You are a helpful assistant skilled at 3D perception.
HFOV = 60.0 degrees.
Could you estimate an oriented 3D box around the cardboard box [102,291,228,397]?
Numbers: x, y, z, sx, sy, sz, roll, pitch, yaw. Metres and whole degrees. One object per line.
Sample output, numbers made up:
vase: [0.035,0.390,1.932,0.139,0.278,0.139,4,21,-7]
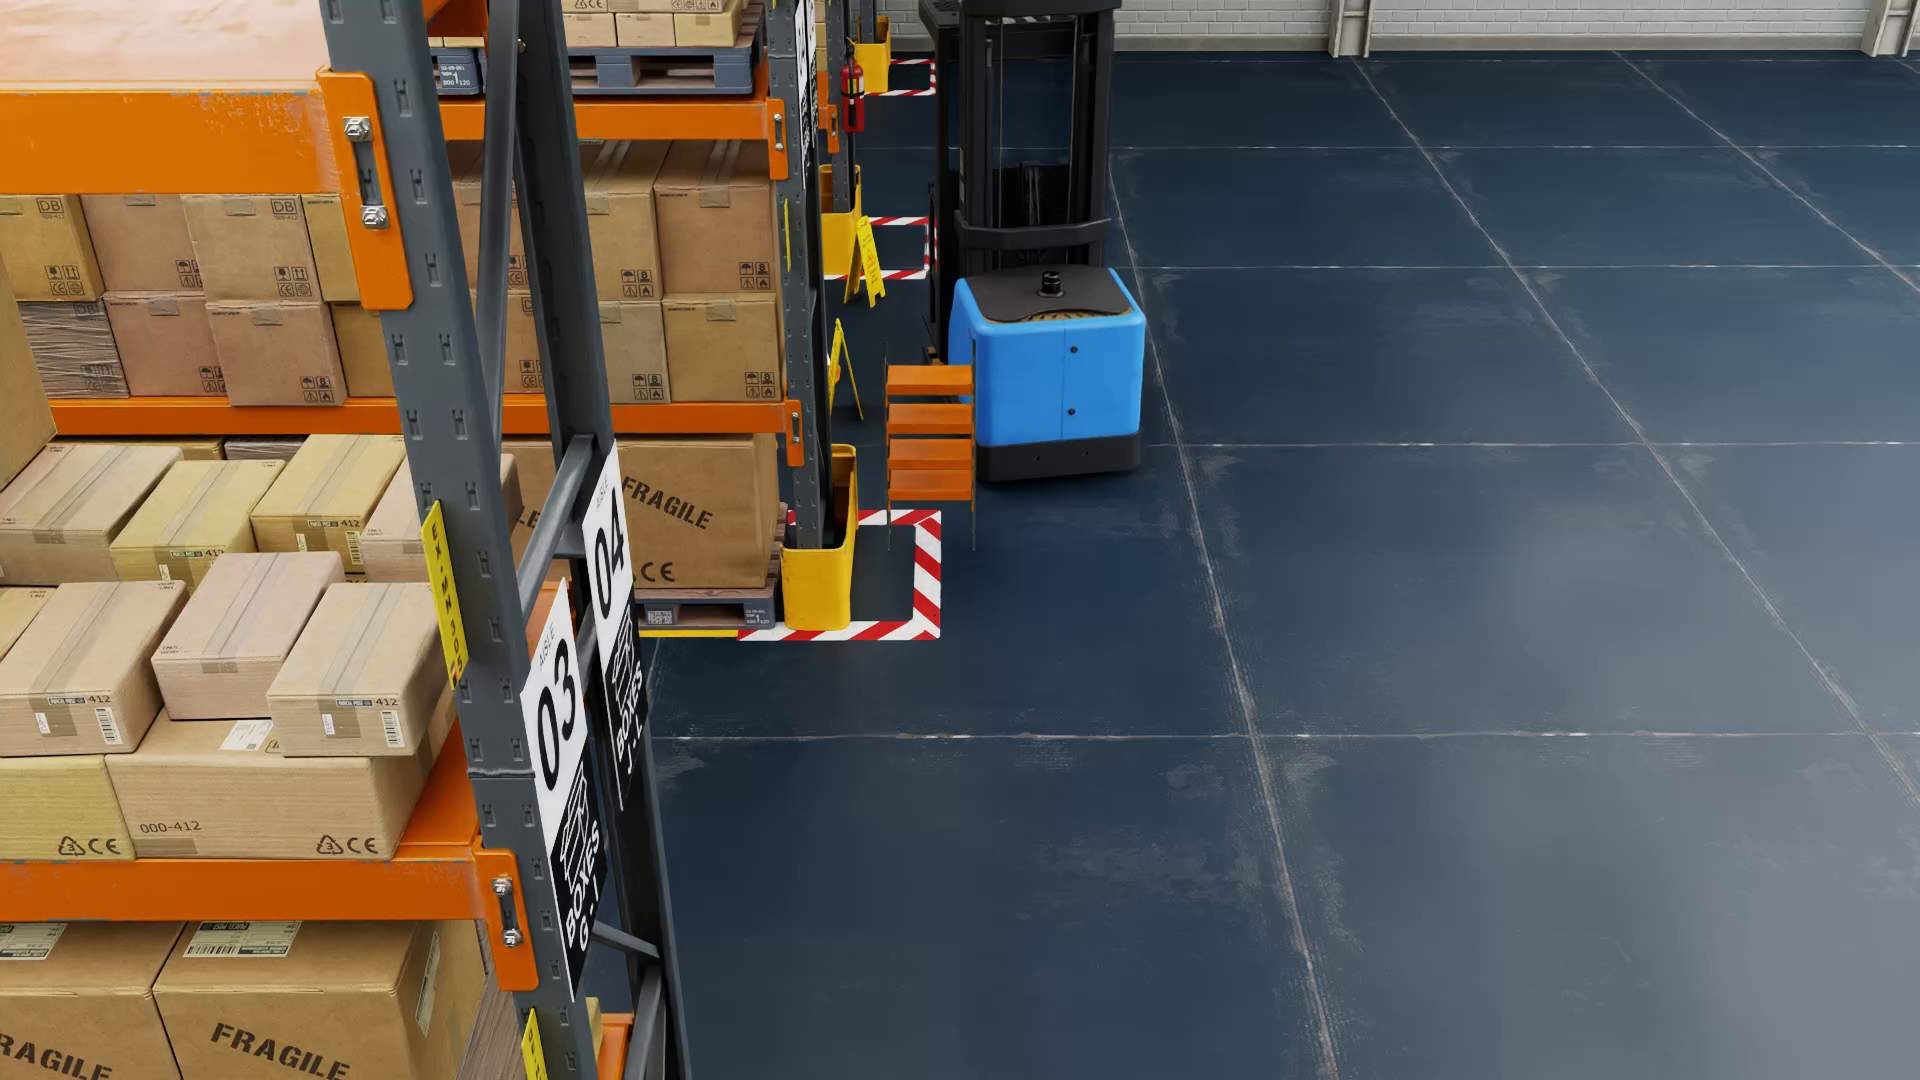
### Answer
cardboard box: [-3.873,-1.175,8.540,0.550,0.550,0.875,0,31,0]

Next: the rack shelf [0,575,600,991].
rack shelf: [-2.863,0.502,3.722,4.000,0.370,1.077,0,31,0]

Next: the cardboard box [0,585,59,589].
cardboard box: [-1.862,0.124,3.796,0.500,0.250,0.500,-1,31,-1]

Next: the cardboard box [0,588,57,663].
cardboard box: [-1.923,0.255,3.196,0.250,0.149,0.380,0,31,0]

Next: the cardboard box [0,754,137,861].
cardboard box: [-1.842,0.388,3.360,0.500,0.250,0.500,0,31,0]

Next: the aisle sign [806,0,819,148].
aisle sign: [-0.722,-2.370,8.148,0.004,0.787,0.394,0,31,0]

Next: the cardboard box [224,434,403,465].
cardboard box: [-3.261,-0.332,8.938,0.875,0.875,0.875,0,31,0]

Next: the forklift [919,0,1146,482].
forklift: [0.348,-2.356,10.696,1.130,2.935,3.031,-5,32,-9]

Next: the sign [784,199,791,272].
sign: [-0.802,-1.418,7.739,0.005,0.325,0.100,0,31,0]

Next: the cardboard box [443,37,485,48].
cardboard box: [-2.140,-2.320,7.421,0.250,0.149,0.380,-1,31,-1]

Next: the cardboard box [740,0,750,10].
cardboard box: [-1.136,-2.665,7.990,0.250,0.149,0.380,0,31,0]

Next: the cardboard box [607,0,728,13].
cardboard box: [-1.279,-2.524,7.373,0.500,0.250,0.500,0,31,0]

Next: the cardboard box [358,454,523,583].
cardboard box: [-1.139,-0.038,3.678,0.250,0.149,0.380,0,31,-1]

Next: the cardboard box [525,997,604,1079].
cardboard box: [-1.149,1.455,4.592,0.250,0.149,0.380,0,31,0]

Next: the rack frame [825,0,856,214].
rack frame: [-0.922,-3.670,12.797,0.127,3.000,1.000,0,31,0]

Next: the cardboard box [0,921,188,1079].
cardboard box: [-1.911,1.007,3.740,0.500,0.500,0.500,0,31,0]

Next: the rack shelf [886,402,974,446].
rack shelf: [-0.166,-0.646,9.246,0.480,0.148,0.258,0,31,0]

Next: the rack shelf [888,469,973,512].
rack shelf: [-0.166,-0.285,9.465,0.480,0.148,0.258,0,31,0]

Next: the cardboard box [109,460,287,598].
cardboard box: [-1.651,-0.022,3.653,0.250,0.149,0.380,-1,31,-1]

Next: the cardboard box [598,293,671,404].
cardboard box: [-1.712,-1.129,8.464,0.550,0.550,0.875,0,31,0]

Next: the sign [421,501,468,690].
sign: [-0.879,0.097,2.842,0.005,0.325,0.100,0,31,0]

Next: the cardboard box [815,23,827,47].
cardboard box: [-1.441,-5.299,17.245,0.500,0.250,0.500,-1,31,-1]

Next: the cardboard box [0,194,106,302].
cardboard box: [-4.422,-1.600,8.198,0.550,0.550,0.875,0,31,0]

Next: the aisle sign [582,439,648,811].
aisle sign: [-0.802,0.203,3.907,0.004,0.787,0.394,0,31,0]

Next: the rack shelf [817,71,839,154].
rack shelf: [-2.922,-3.356,12.973,4.000,0.370,1.077,0,31,0]

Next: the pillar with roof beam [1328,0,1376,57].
pillar with roof beam: [4.368,-7.061,12.601,0.400,9.000,9.100,0,31,0]

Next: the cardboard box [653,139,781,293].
cardboard box: [-1.163,-1.648,8.277,0.550,0.550,0.875,0,31,0]

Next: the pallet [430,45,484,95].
pallet: [-2.756,-2.334,7.789,1.213,0.211,1.003,0,31,0]

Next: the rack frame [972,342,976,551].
rack frame: [0.078,-0.513,9.328,0.015,1.200,0.240,0,31,0]

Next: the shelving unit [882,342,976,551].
shelving unit: [-0.166,-0.512,9.327,0.503,1.200,0.258,0,31,0]

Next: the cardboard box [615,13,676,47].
cardboard box: [-1.374,-2.323,7.425,0.250,0.149,0.380,0,31,0]

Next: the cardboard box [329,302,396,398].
cardboard box: [-2.803,-1.170,8.531,0.500,0.550,0.875,0,31,0]

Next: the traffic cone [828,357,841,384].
traffic cone: [-0.998,-1.340,11.402,0.334,0.463,0.336,0,31,0]

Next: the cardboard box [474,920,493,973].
cardboard box: [-1.414,0.733,4.192,0.500,0.500,0.500,0,31,0]

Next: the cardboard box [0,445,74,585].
cardboard box: [-2.167,-0.060,3.714,0.250,0.149,0.380,0,31,0]

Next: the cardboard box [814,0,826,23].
cardboard box: [-1.415,-5.513,17.116,0.500,0.250,0.500,1,31,1]

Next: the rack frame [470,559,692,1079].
rack frame: [-0.863,1.470,4.324,0.127,3.000,1.000,0,31,0]

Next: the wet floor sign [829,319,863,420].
wet floor sign: [-0.774,-1.124,10.869,0.232,0.644,0.267,-5,32,-9]

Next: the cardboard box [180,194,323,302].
cardboard box: [-3.332,-1.592,8.186,0.550,0.550,0.875,0,31,0]

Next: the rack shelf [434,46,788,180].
rack shelf: [-2.791,-2.072,7.963,4.000,0.370,1.077,0,31,0]

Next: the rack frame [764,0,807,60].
rack frame: [-0.791,-3.668,7.009,0.127,3.000,1.000,0,31,0]

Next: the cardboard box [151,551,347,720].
cardboard box: [-1.399,0.184,3.312,0.250,0.149,0.380,-1,31,-2]

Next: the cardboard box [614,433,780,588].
cardboard box: [-1.469,-0.338,8.947,0.875,0.875,0.875,0,31,0]

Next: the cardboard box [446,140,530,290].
cardboard box: [-2.273,-1.667,8.309,0.550,0.550,0.875,0,31,0]

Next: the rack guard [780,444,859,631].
rack guard: [-0.767,-0.034,9.214,0.348,0.500,1.175,0,31,0]

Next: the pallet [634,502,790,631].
pallet: [-1.591,0.132,9.218,1.213,0.211,1.003,0,31,0]

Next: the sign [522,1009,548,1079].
sign: [-0.879,1.128,3.467,0.005,0.325,0.100,0,31,0]
